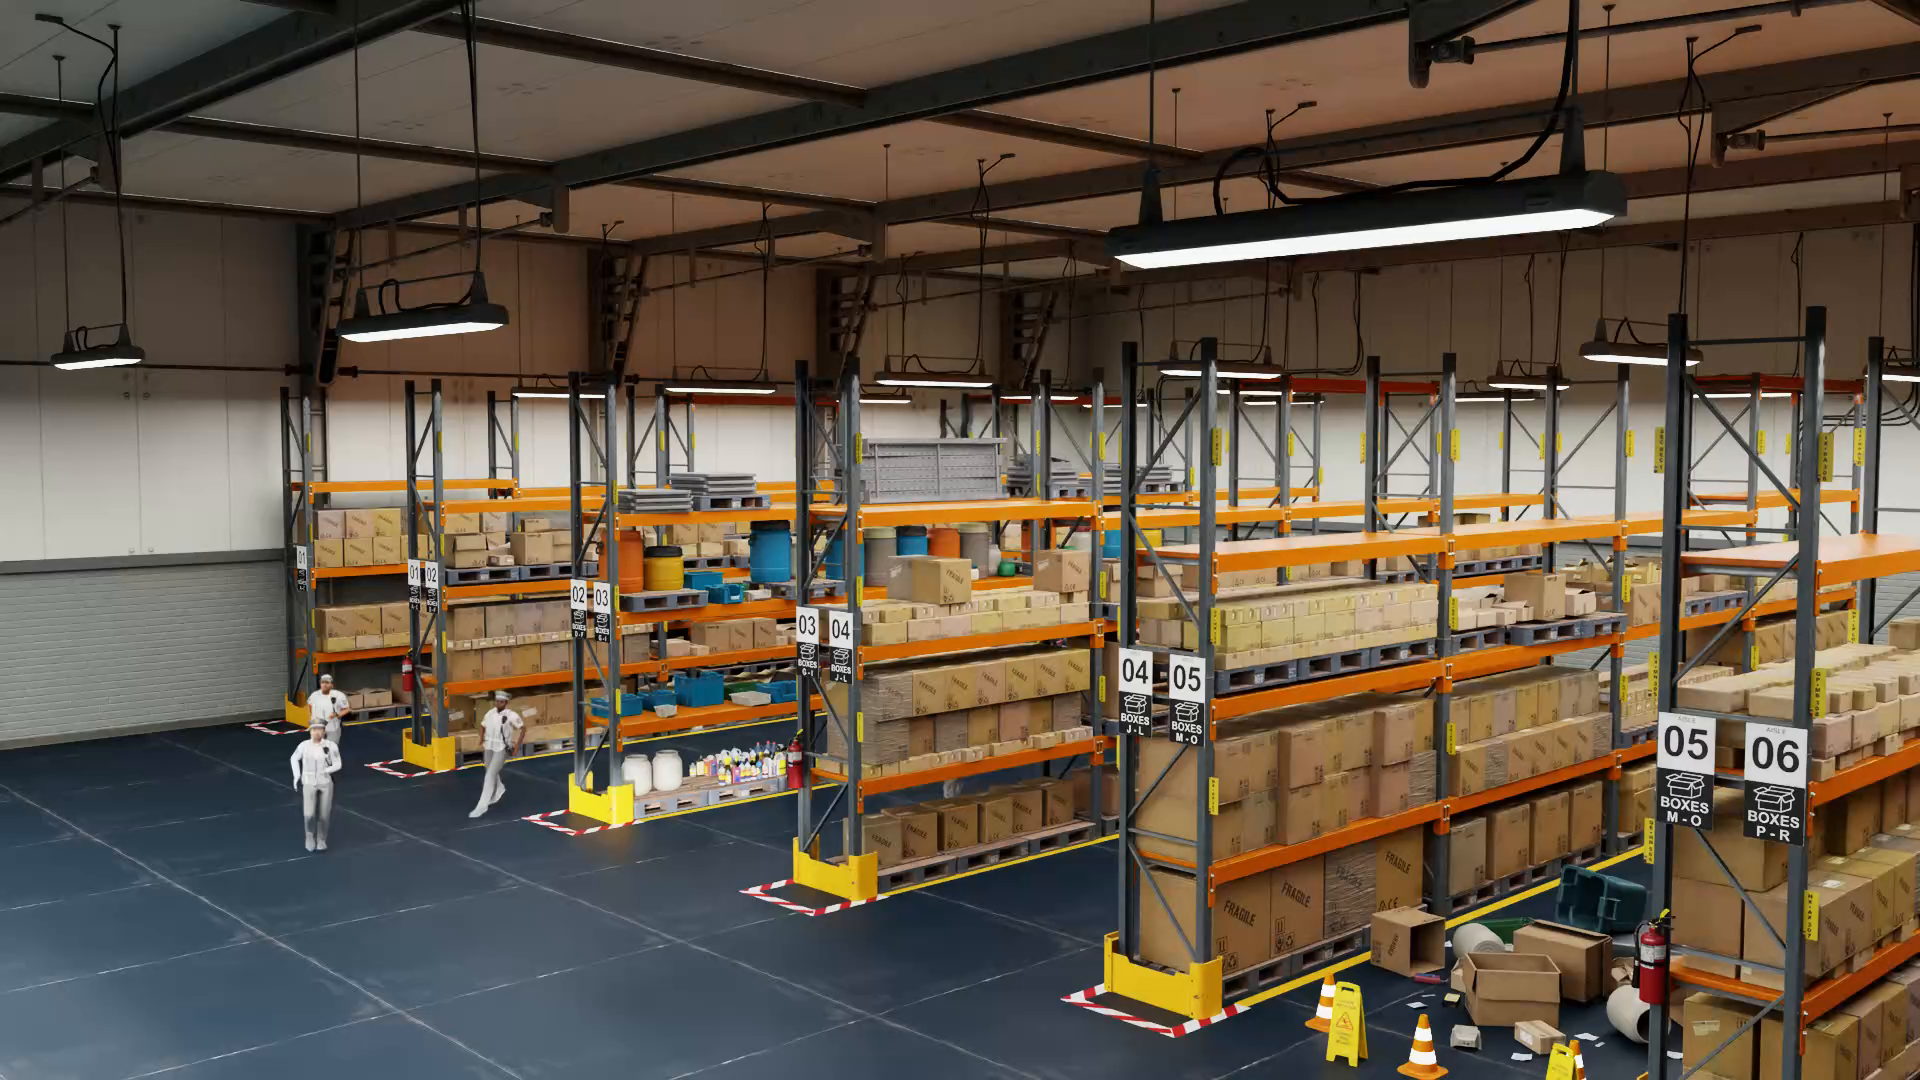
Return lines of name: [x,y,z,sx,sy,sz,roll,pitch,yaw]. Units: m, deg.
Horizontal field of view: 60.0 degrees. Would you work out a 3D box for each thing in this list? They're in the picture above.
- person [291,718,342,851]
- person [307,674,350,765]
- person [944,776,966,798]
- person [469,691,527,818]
person: [-7.906,3.012,20.440,0.593,1.660,0.624,-1,4,-21]
person: [-9.221,2.800,24.272,0.619,1.707,0.648,-1,4,-14]
person: [-0.094,2.811,23.126,0.674,1.746,0.817,3,4,35]
person: [-6.306,2.873,22.668,0.661,1.675,0.921,1,4,19]
